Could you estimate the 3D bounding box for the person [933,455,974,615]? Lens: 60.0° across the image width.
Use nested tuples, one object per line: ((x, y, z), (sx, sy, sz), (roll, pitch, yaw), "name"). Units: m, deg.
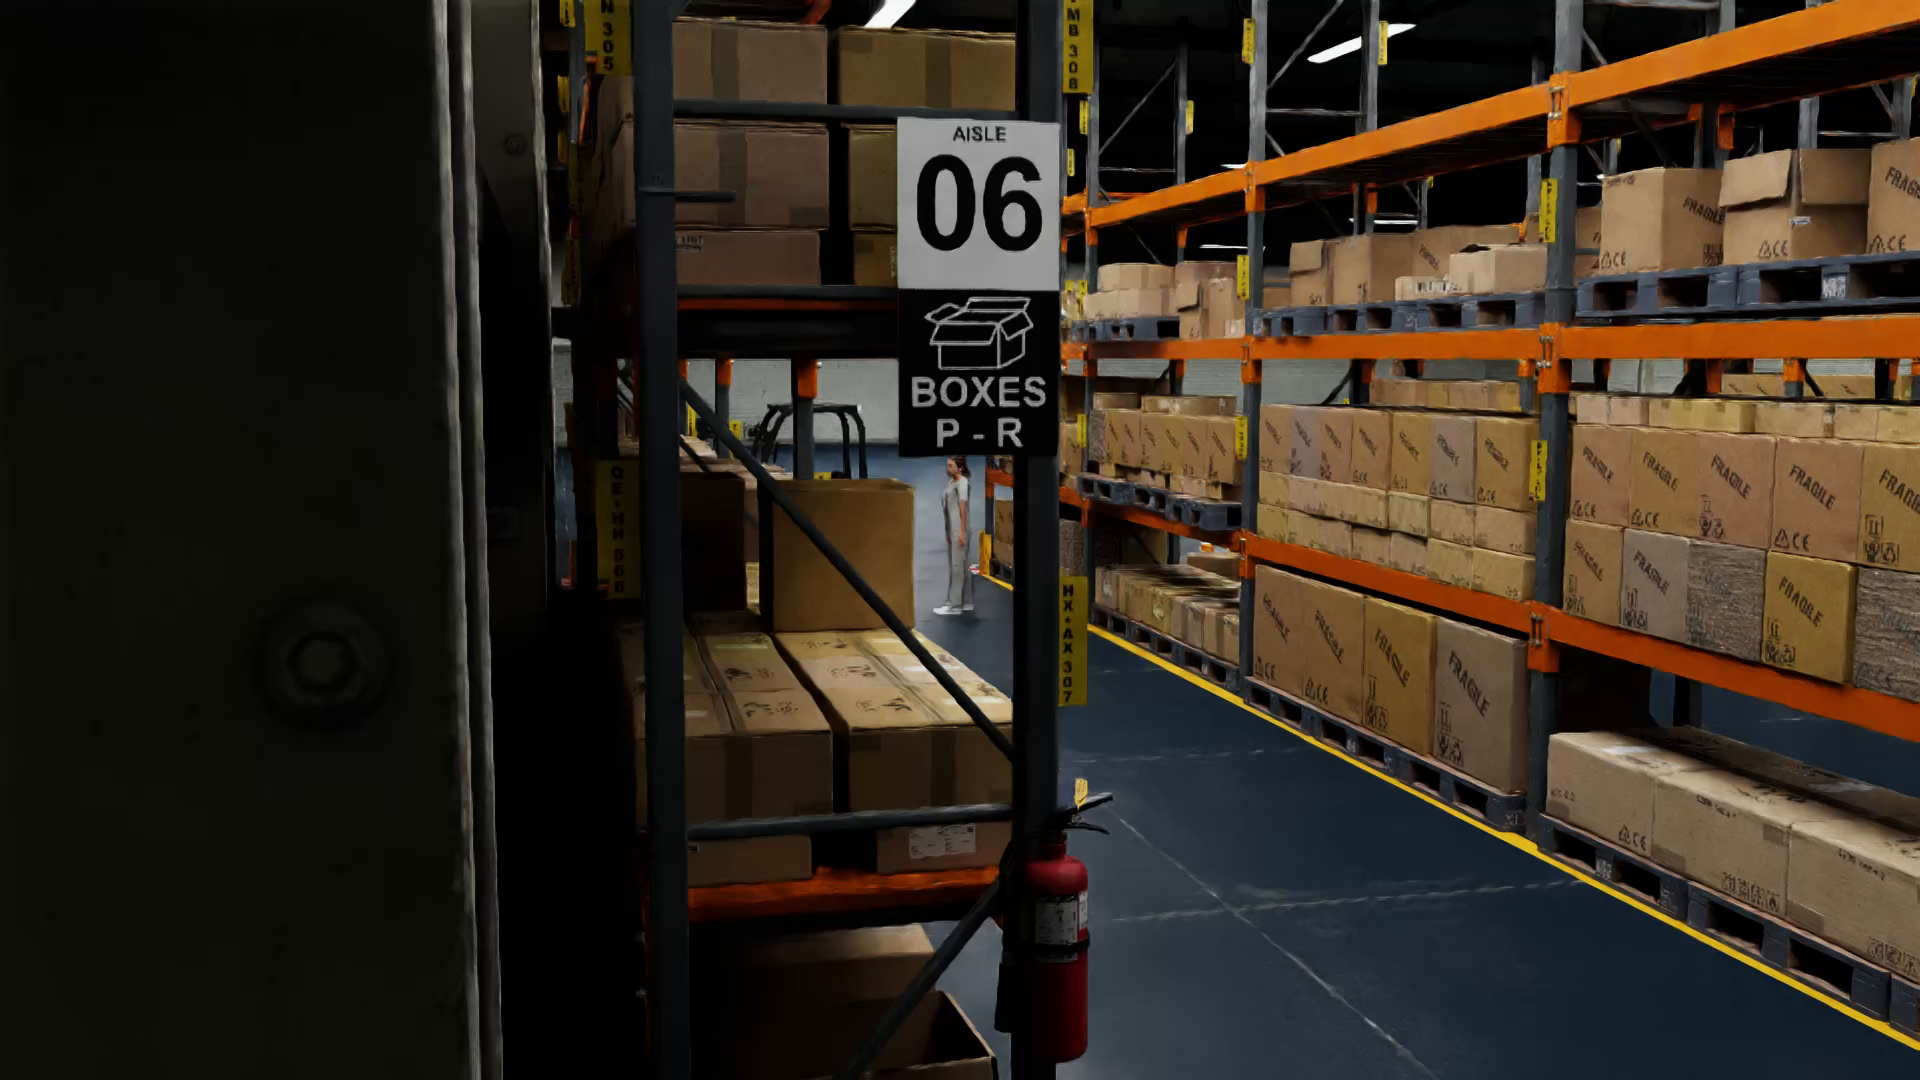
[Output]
((-0.069, -0.073, 17.105), (0.495, 1.670, 0.545), (-1, 6, -13), "person")
